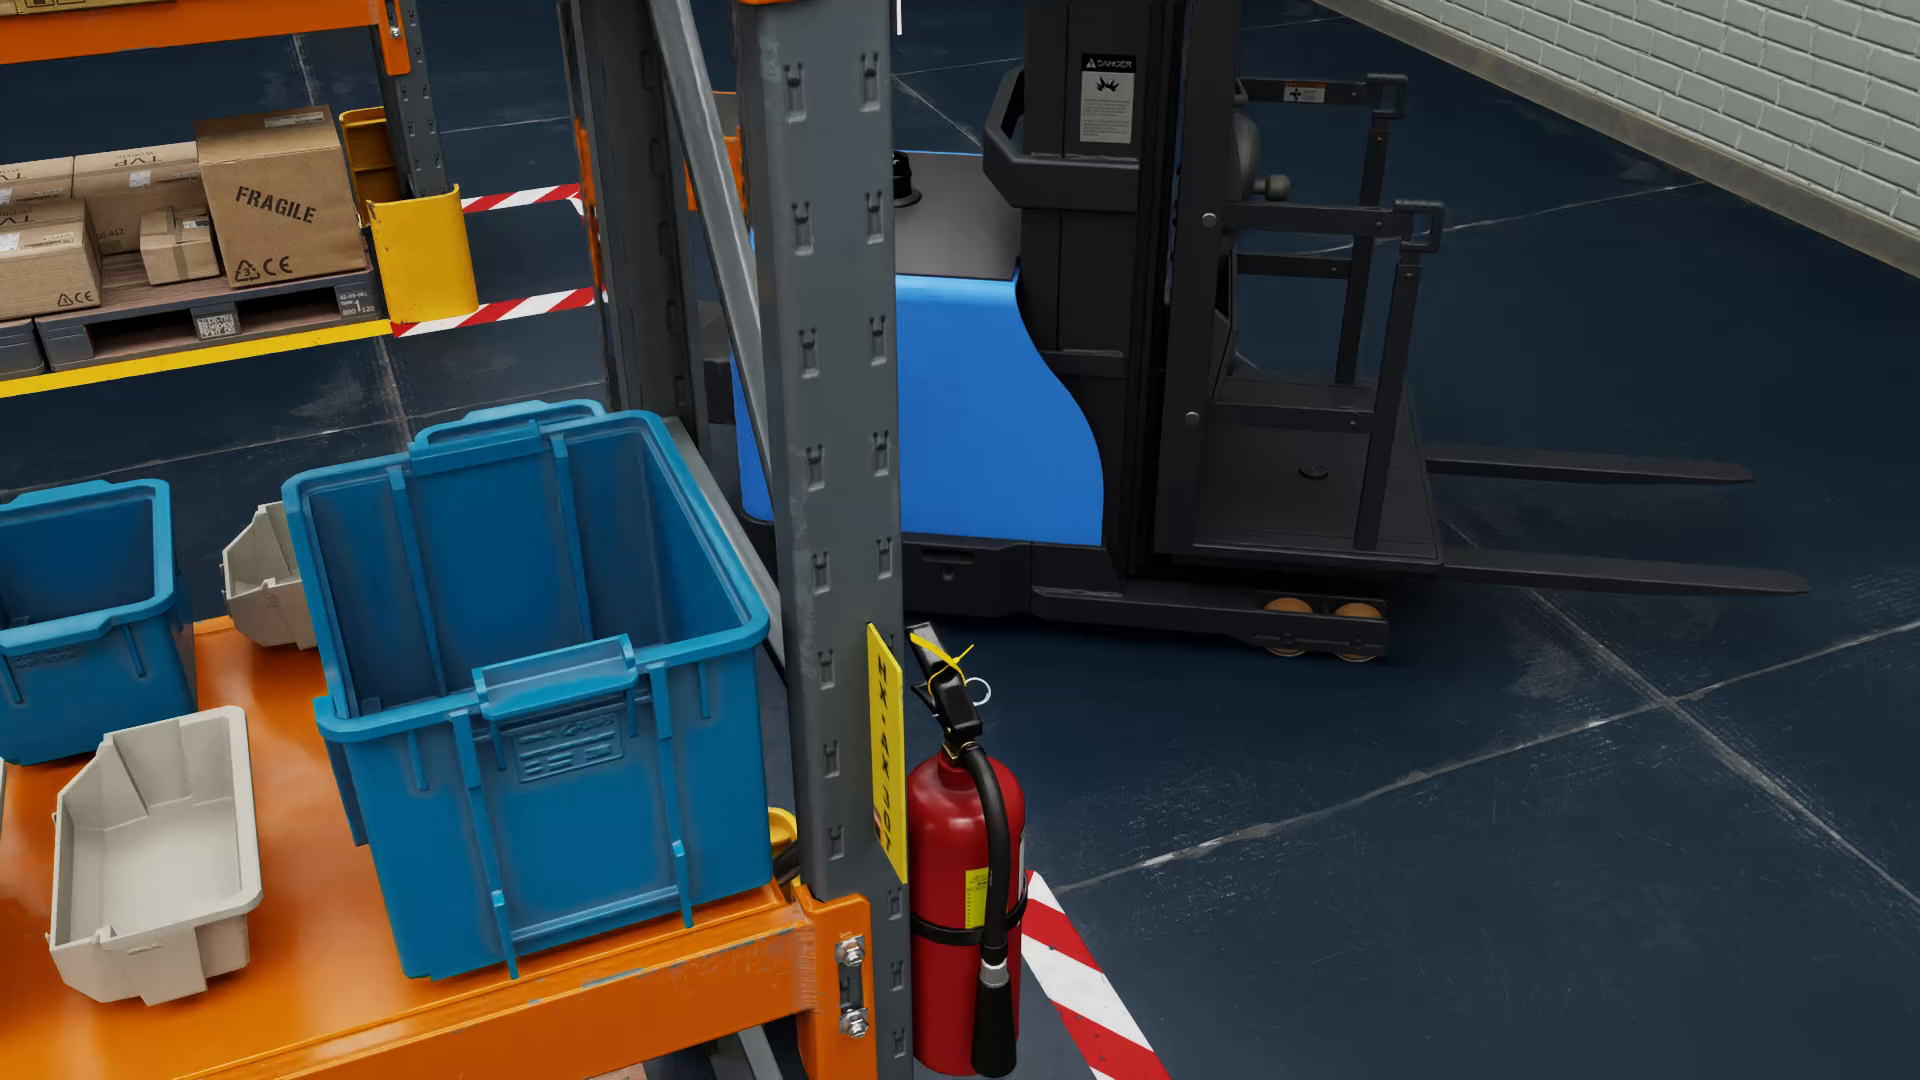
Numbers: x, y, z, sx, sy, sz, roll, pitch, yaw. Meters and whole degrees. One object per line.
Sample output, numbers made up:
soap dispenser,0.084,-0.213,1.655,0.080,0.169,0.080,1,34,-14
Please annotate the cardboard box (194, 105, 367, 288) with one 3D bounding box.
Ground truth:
cardboard box,-2.633,-1.339,6.446,0.500,0.500,0.500,-13,35,-19

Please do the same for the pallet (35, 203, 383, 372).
pallet,-3.032,-1.087,6.728,1.213,0.211,1.003,-13,35,-19

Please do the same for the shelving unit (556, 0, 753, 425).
shelving unit,-0.826,-1.076,4.979,0.503,2.100,0.431,4,33,7

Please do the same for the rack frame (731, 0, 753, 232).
rack frame,-0.584,-1.058,4.951,0.015,2.100,0.400,4,33,7

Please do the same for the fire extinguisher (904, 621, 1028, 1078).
fire extinguisher,0.002,0.436,2.242,0.183,0.674,0.296,-13,35,-19

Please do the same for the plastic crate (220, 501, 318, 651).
plastic crate,-0.996,0.049,2.612,0.298,0.136,0.250,-13,35,-19

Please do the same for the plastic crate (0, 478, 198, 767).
plastic crate,-1.275,0.121,2.412,0.300,0.233,0.416,-13,35,-19

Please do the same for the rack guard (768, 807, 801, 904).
rack guard,-0.296,1.087,3.121,0.348,0.500,1.175,-13,35,-19

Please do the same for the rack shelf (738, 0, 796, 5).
rack shelf,-2.157,-0.483,1.151,4.000,0.370,1.077,-13,35,-19

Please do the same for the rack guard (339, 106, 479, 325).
rack guard,-2.297,-1.377,6.908,0.348,0.500,1.175,-13,35,-19

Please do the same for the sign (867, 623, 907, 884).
sign,-0.085,0.255,1.957,0.005,0.325,0.100,-13,35,-19

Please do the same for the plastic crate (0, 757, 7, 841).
plastic crate,-1.268,0.453,1.990,0.243,0.136,0.396,-13,35,-19

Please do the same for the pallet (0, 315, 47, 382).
pallet,-4.155,-0.832,6.335,1.213,0.211,1.003,-13,35,-19

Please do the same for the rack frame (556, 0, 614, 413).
rack frame,-1.067,-1.094,5.007,0.015,2.100,0.400,4,33,7

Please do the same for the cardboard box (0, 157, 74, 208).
cardboard box,-3.760,-1.290,6.599,0.500,0.250,0.500,-13,35,-19

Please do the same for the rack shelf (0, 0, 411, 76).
rack shelf,-4.071,-1.717,5.798,4.000,0.370,1.077,-13,35,-19

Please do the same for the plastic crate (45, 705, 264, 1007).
plastic crate,-0.995,0.399,2.073,0.243,0.136,0.396,-13,35,-19

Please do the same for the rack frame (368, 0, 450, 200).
rack frame,-2.227,-2.441,6.251,0.127,3.000,1.000,-13,35,-19

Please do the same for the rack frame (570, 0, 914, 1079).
rack frame,-0.313,0.051,2.422,0.127,3.000,1.000,-13,35,-19

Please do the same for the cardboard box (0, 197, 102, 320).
cardboard box,-3.521,-1.049,6.229,0.500,0.250,0.500,-13,35,-19

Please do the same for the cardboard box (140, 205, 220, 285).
cardboard box,-3.042,-1.159,6.475,0.250,0.166,0.380,-13,35,-19

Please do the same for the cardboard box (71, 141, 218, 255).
cardboard box,-3.299,-1.395,6.762,0.500,0.250,0.500,-13,35,-19

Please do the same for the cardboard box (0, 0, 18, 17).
cardboard box,-3.474,-2.038,5.540,0.500,0.500,0.500,-13,35,-19

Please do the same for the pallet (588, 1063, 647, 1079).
pallet,-1.089,1.374,2.945,1.213,0.211,1.003,-13,35,-19

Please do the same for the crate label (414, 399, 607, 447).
crate label,-0.668,-0.018,2.625,0.303,0.233,0.416,-13,35,-19

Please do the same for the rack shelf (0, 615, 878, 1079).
rack shelf,-2.157,0.774,1.969,4.000,0.370,1.077,-13,35,-19

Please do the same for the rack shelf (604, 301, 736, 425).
rack shelf,-0.826,-0.478,5.368,0.480,0.518,0.431,4,33,7

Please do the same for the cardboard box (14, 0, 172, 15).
cardboard box,-3.012,-2.140,5.697,0.500,0.500,0.500,-13,35,-19

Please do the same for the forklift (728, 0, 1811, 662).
forklift,0.913,-1.192,4.395,3.031,2.935,1.130,4,33,7

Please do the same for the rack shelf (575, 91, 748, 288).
rack shelf,-0.826,-1.065,4.986,0.480,0.518,0.431,4,33,7

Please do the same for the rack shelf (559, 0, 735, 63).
rack shelf,-0.826,-1.652,4.605,0.480,0.518,0.431,4,33,7

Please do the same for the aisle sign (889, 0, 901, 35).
aisle sign,-0.133,-0.907,1.510,0.004,0.787,0.394,-13,35,-19

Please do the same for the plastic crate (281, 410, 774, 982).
plastic crate,-0.550,0.175,2.143,0.499,0.435,0.616,-13,35,-19
